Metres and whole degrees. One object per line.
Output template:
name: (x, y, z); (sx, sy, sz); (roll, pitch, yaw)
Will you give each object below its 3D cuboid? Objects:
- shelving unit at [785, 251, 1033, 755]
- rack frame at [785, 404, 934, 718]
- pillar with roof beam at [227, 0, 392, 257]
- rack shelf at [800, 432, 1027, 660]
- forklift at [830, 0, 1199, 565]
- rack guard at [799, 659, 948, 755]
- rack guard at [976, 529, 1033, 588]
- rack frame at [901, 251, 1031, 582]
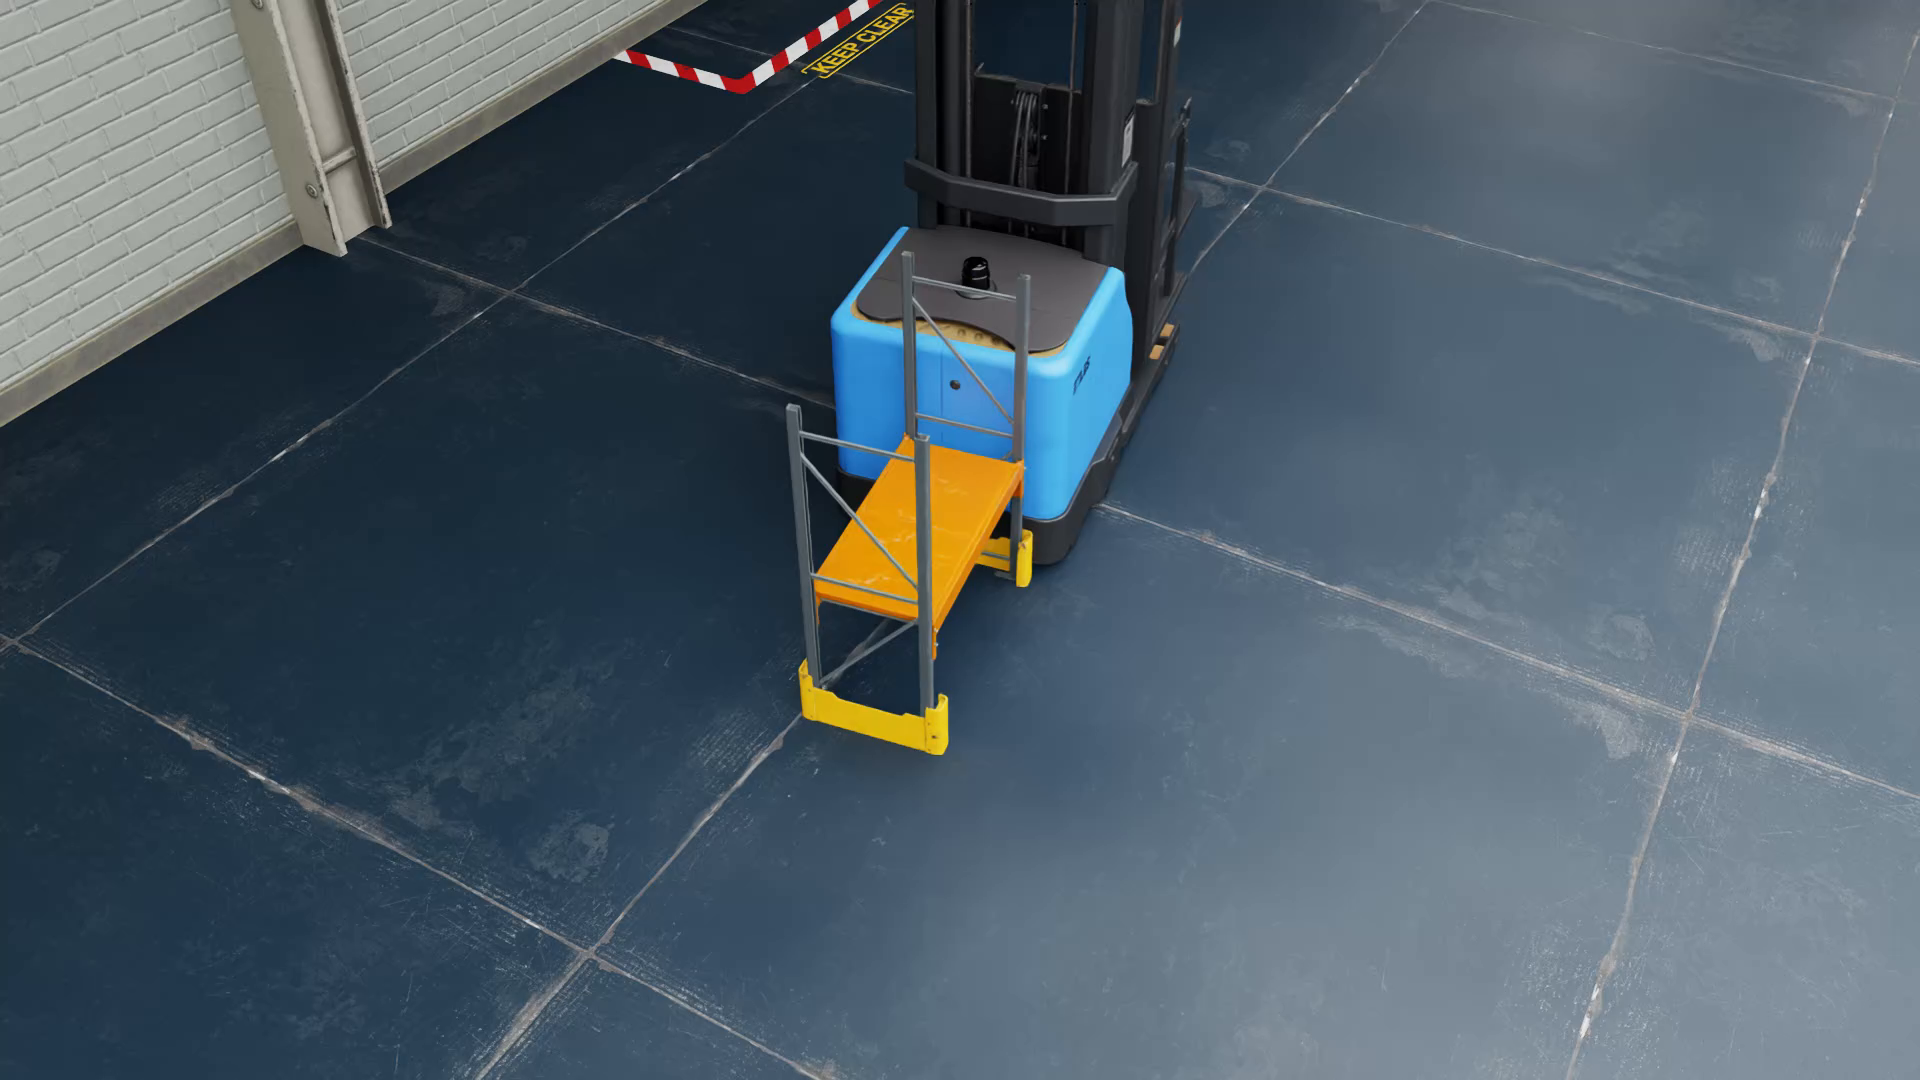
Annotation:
shelving unit: (-0.155, -0.141, 6.276); (0.587, 1.500, 1.083); (14, 43, 15)
rack frame: (-0.336, 0.179, 5.912); (0.500, 1.500, 0.032); (14, 43, 15)
pillar with roof beam: (0.345, -3.646, 4.582); (9.100, 9.000, 0.400); (21, 45, 22)
rack shelf: (-0.158, -0.001, 6.388); (0.538, 0.185, 1.000); (14, 43, 15)
forklift: (0.454, -1.979, 7.280); (1.130, 2.935, 3.031); (14, 43, 15)
rack guard: (-0.329, 0.636, 6.338); (0.587, 0.250, 0.087); (14, 43, 15)
rack guard: (0.019, 0.019, 7.039); (0.587, 0.250, 0.087); (14, 43, 15)
rack frame: (0.019, -0.450, 6.627); (0.500, 1.500, 0.032); (14, 43, 15)
